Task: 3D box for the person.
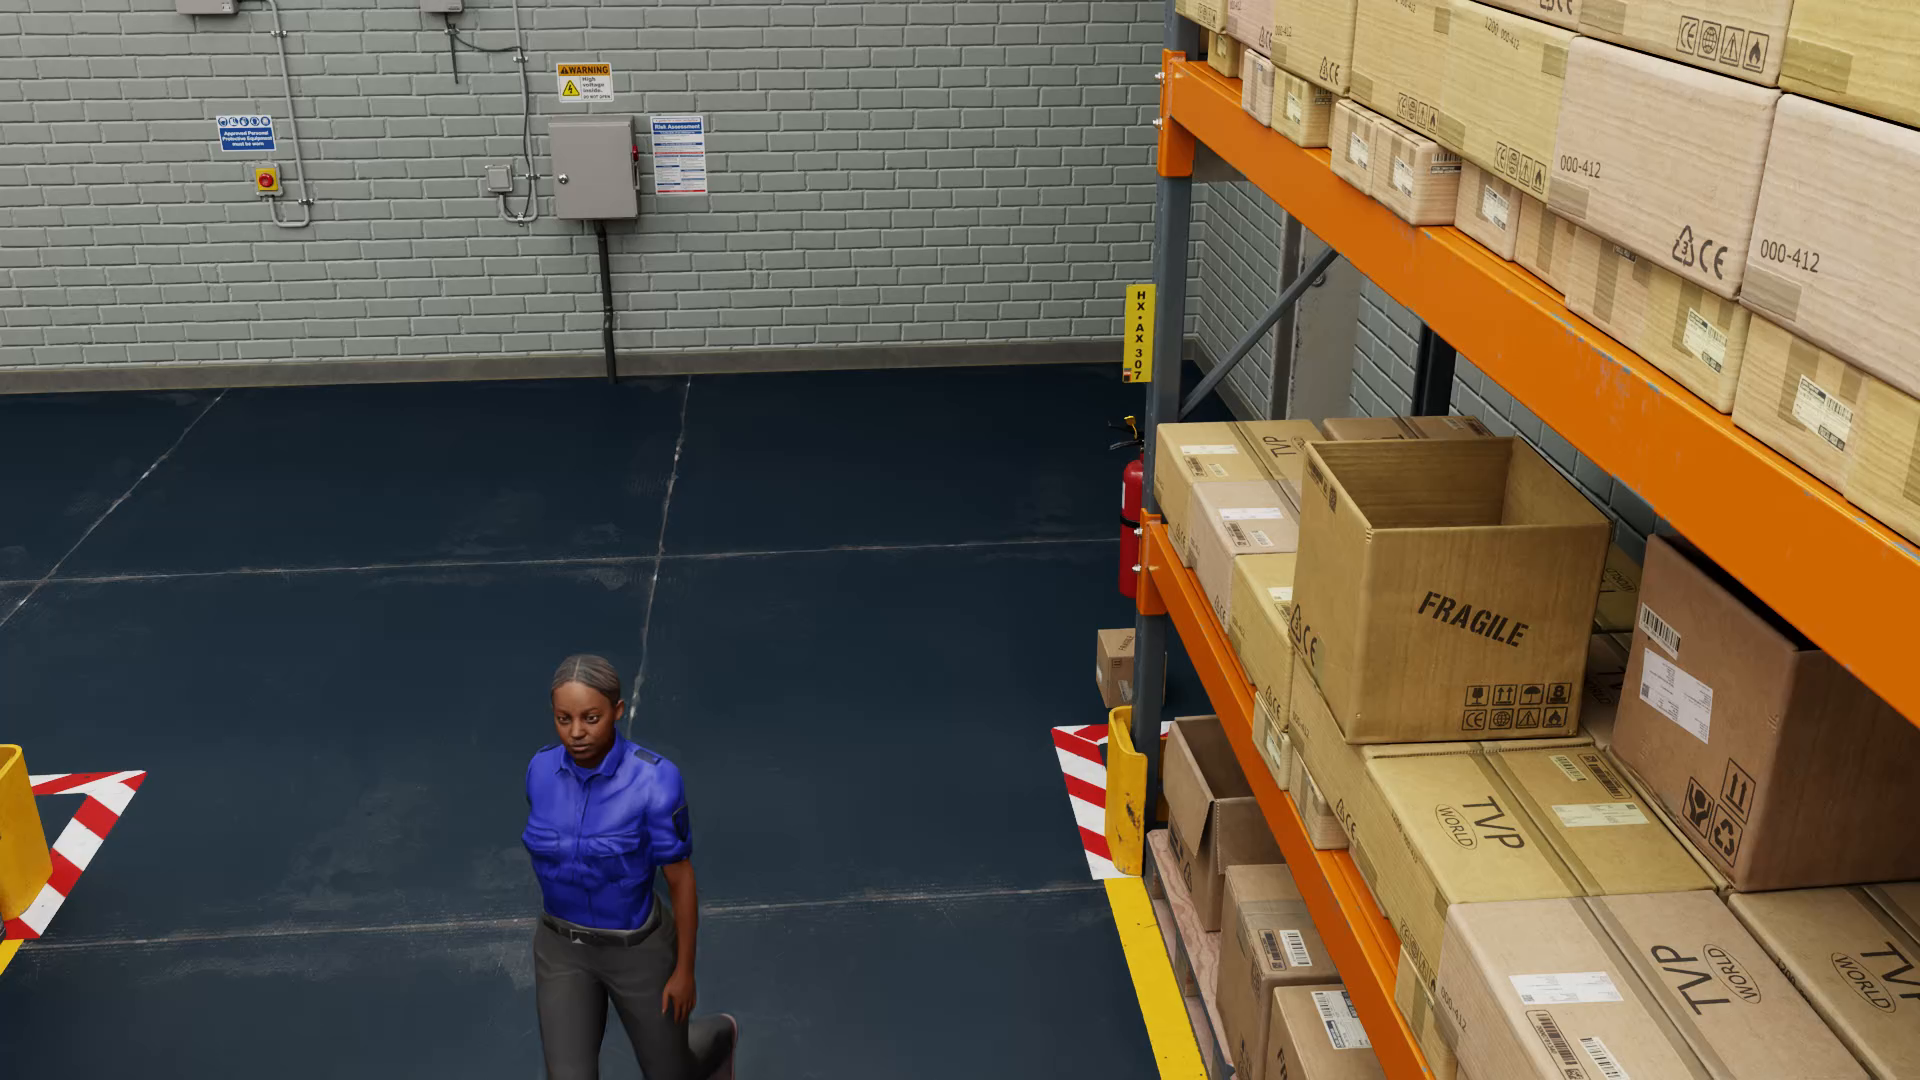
[{"bbox_3d":[-0.864,1.022,4.272,0.452,1.623,0.791,5,24,11],"label":"person"}]
